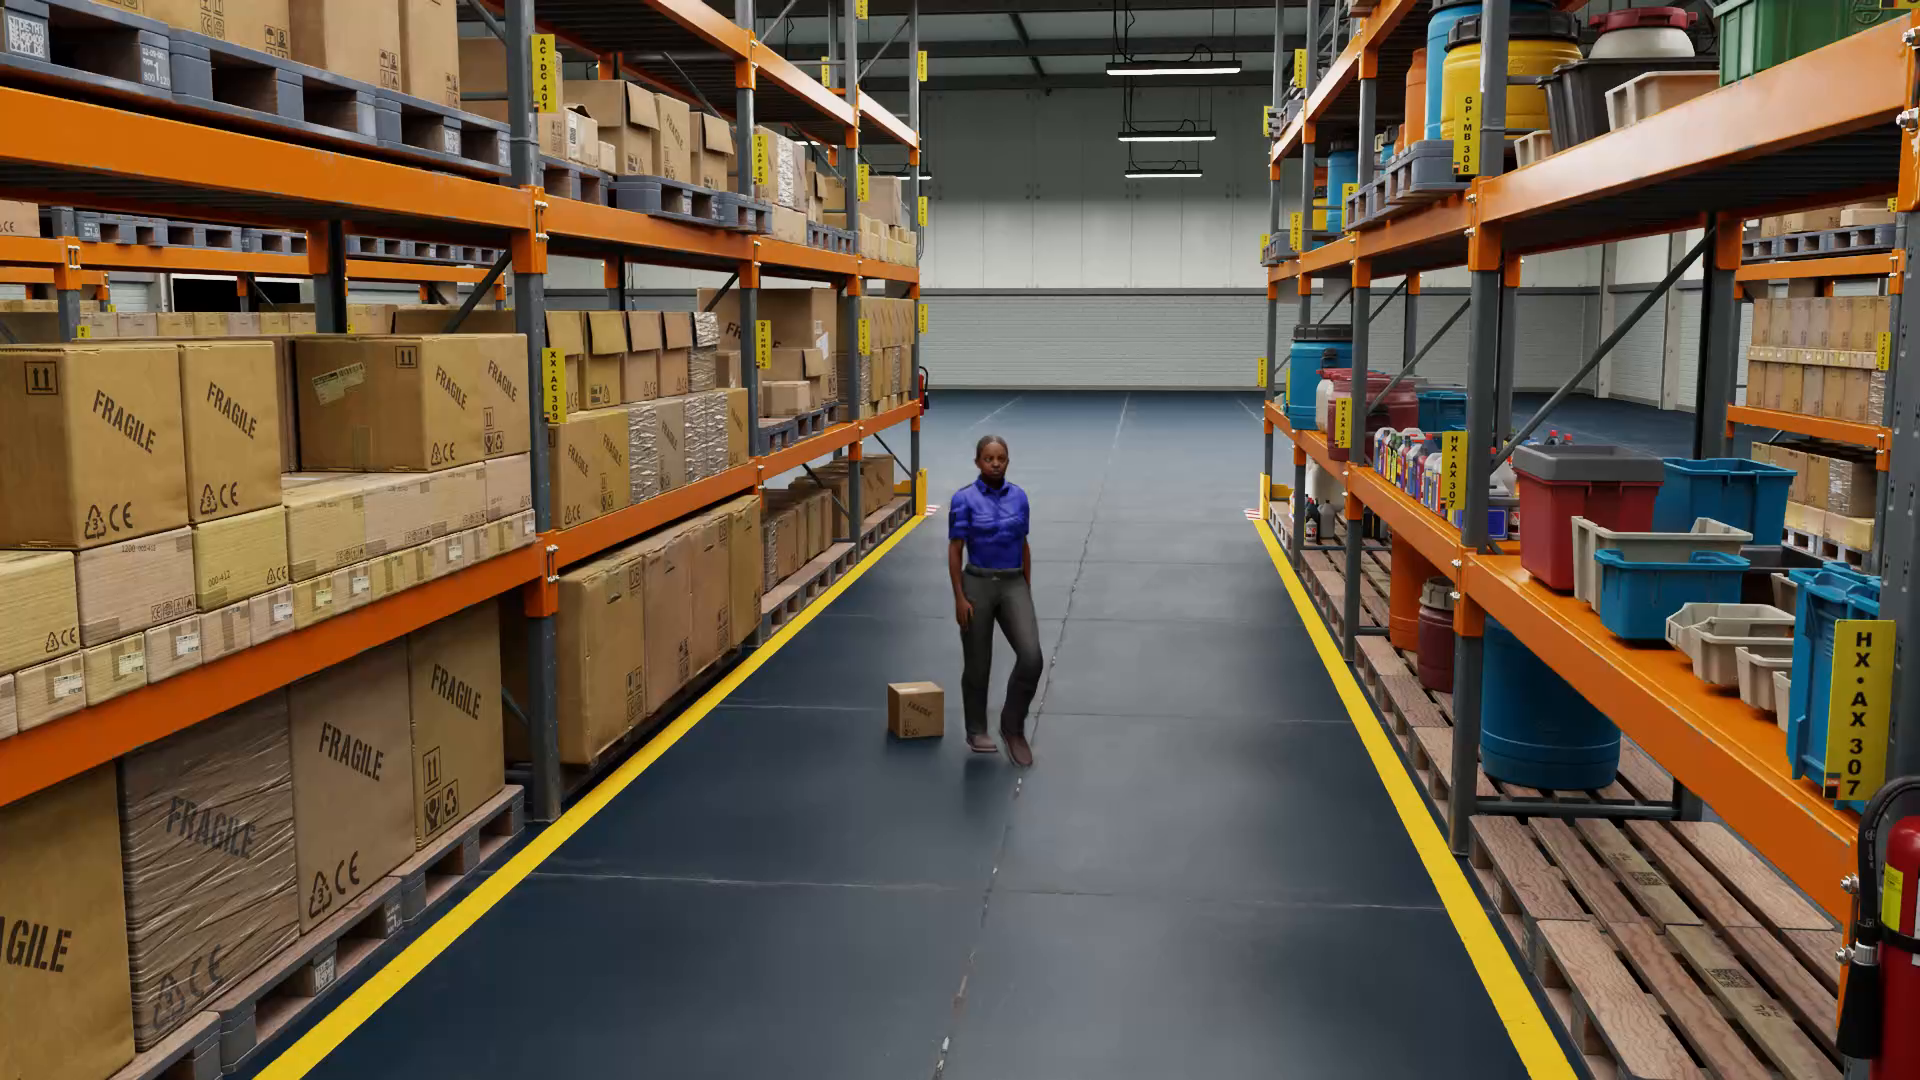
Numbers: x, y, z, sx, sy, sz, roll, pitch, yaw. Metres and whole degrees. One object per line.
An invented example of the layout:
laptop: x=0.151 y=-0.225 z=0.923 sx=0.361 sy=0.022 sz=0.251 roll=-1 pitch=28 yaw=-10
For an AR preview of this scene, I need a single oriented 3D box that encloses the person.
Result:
person: x=0.175 y=0.316 z=8.486 sx=0.488 sy=1.705 sz=0.509 roll=-2 pitch=8 yaw=-18
